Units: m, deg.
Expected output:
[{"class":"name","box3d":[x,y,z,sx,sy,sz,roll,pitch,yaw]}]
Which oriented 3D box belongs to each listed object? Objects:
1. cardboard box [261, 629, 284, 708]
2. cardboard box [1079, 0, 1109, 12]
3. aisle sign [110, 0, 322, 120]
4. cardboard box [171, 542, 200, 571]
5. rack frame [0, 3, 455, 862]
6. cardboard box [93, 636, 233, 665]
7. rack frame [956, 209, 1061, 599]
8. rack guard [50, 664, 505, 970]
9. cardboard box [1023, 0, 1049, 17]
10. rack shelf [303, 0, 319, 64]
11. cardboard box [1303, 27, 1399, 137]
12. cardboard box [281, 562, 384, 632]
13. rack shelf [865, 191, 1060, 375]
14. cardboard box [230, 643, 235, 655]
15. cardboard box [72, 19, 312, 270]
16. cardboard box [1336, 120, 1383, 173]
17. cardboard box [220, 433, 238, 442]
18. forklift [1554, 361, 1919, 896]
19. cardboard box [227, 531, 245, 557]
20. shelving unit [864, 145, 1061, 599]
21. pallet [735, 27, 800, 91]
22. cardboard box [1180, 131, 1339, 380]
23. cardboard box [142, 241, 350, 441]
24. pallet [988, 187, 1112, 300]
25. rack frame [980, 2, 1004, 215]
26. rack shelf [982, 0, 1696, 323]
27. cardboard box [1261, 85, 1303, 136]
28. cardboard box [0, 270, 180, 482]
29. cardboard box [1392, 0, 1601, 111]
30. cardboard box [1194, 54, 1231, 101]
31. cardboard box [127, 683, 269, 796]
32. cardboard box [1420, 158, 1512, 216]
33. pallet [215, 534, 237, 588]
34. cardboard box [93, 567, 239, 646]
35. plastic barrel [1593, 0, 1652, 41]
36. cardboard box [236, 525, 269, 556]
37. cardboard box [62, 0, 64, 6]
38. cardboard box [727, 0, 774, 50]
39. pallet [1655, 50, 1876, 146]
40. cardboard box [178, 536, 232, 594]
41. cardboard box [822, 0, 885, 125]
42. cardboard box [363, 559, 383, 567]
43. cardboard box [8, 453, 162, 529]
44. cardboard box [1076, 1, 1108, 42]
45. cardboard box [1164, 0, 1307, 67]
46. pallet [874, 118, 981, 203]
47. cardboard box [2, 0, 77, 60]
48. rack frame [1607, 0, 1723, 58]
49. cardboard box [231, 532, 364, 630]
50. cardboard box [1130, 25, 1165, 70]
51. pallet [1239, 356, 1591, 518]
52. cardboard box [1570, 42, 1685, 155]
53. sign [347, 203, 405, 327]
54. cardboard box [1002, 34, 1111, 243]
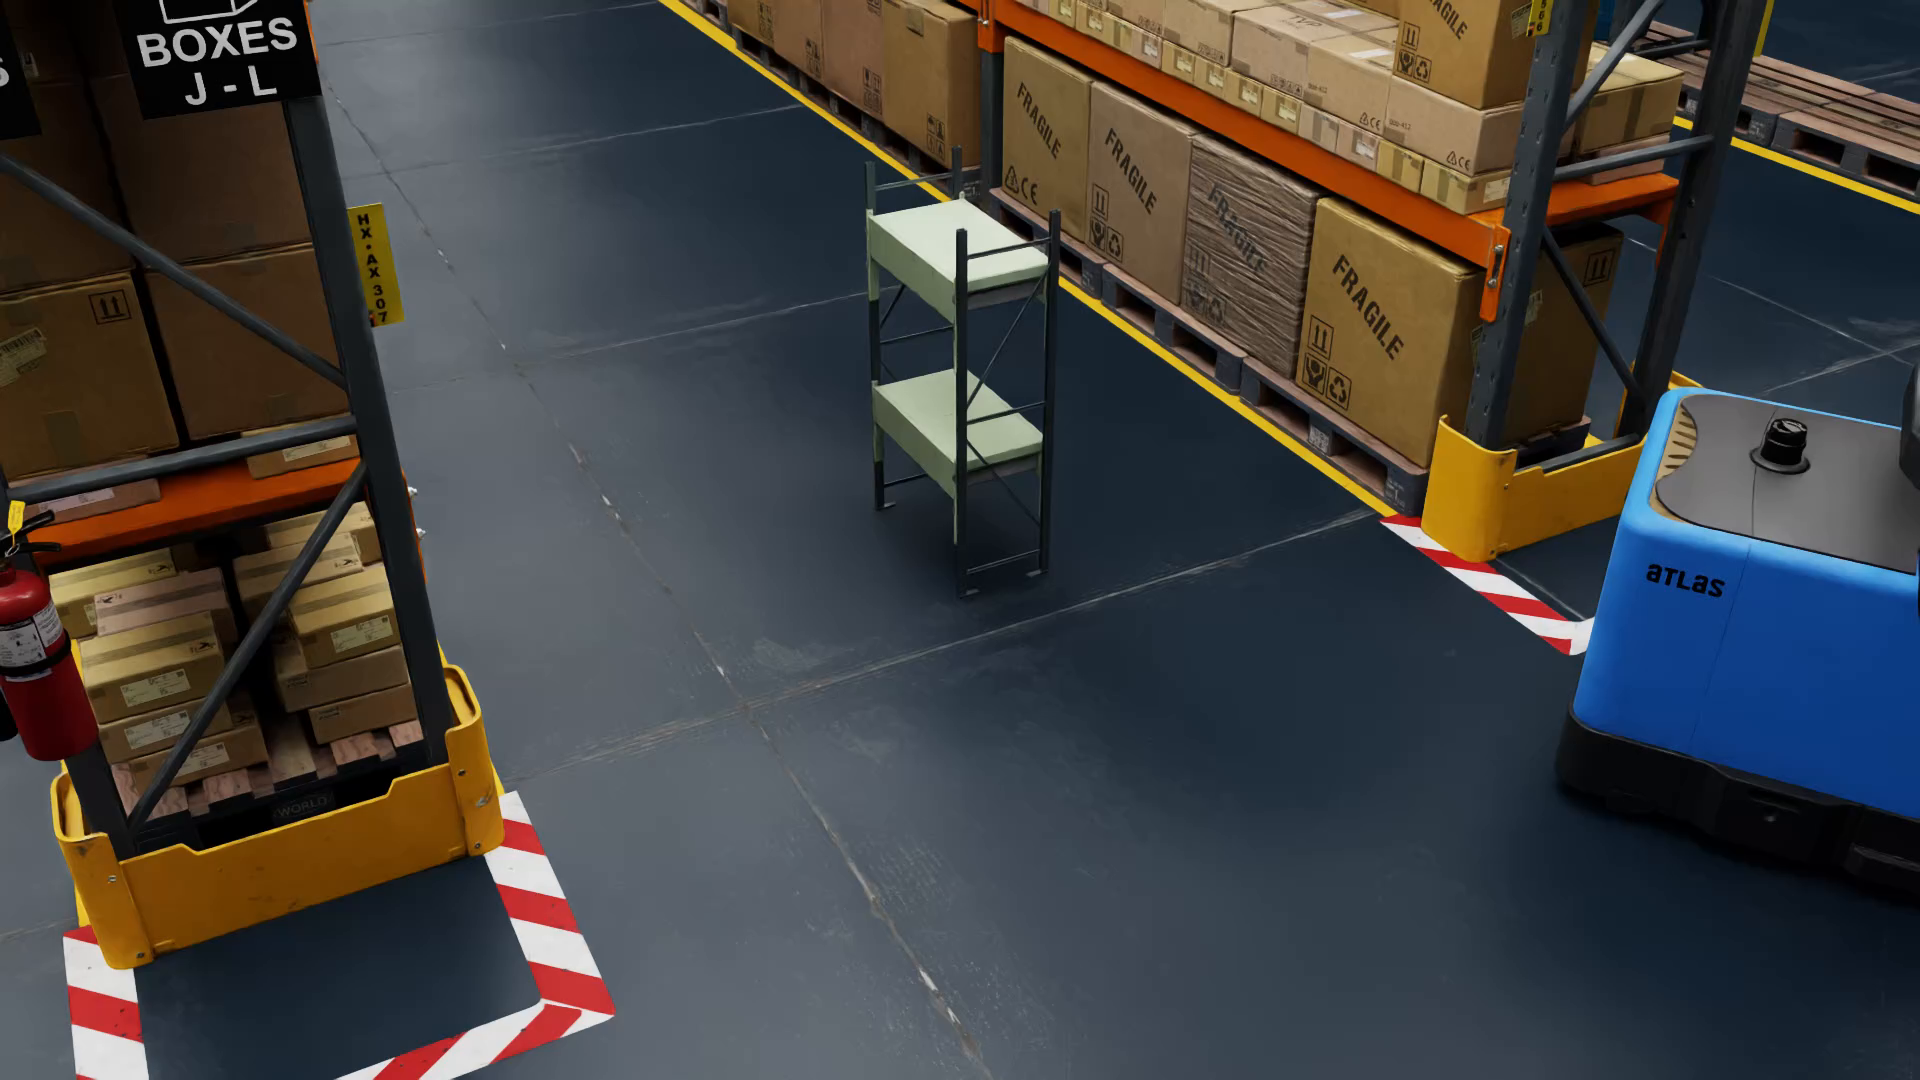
[{"class":"cardboard box","box3d":[-2.137,0.389,5.615,0.380,0.149,0.250,-16,36,-23]},{"class":"cardboard box","box3d":[0.803,-2.841,8.267,0.500,0.250,0.500,-16,36,-23]},{"class":"aisle sign","box3d":[-1.682,-1.335,3.643,0.394,0.787,0.004,-16,36,-23]},{"class":"cardboard box","box3d":[-2.817,0.019,5.641,0.380,0.149,0.250,-17,37,-25]},{"class":"rack frame","box3d":[-1.982,-0.199,4.281,1.000,3.000,0.127,-16,36,-23]},{"class":"cardboard box","box3d":[-2.555,0.381,5.353,0.380,0.149,0.250,-17,36,-24]},{"class":"rack frame","box3d":[0.168,-0.460,6.078,0.400,1.500,0.023,-16,36,-23]},{"class":"rack guard","box3d":[-2.017,0.817,5.012,1.175,0.500,0.348,-16,36,-23]},{"class":"cardboard box","box3d":[0.554,-2.852,8.653,0.380,0.149,0.250,-17,36,-25]},{"class":"rack shelf","box3d":[-2.914,-2.114,5.155,1.077,0.370,4.000,-16,36,-23]},{"class":"cardboard box","box3d":[1.756,-1.868,6.748,0.500,0.250,0.500,-17,36,-24]},{"class":"cardboard box","box3d":[-2.077,0.239,5.573,0.380,0.149,0.250,-16,36,-23]},{"class":"rack shelf","box3d":[-0.003,-0.963,6.140,0.431,0.370,0.720,-16,36,-23]},{"class":"cardboard box","box3d":[-2.668,0.380,5.629,0.380,0.149,0.250,-16,36,-23]},{"class":"cardboard box","box3d":[-1.956,-1.069,4.342,0.500,0.500,0.500,-16,36,-23]},{"class":"cardboard box","box3d":[1.756,-1.624,6.738,0.380,0.149,0.250,-16,36,-23]},{"class":"cardboard box","box3d":[-1.998,-0.442,4.892,0.380,0.149,0.250,-15,35,-21]},{"class":"forklift","box3d":[3.497,-0.272,4.458,3.031,2.935,1.130,15,36,22]},{"class":"cardboard box","box3d":[-2.501,-0.108,6.115,0.380,0.149,0.250,-18,37,-25]},{"class":"shelving unit","box3d":[-0.003,-0.635,6.350,0.431,1.500,0.755,-16,36,-23]},{"class":"pallet","box3d":[-0.976,-3.647,12.247,1.003,0.211,1.213,-16,36,-23]},{"class":"cardboard box","box3d":[1.660,-1.400,7.736,0.875,0.875,0.875,-16,36,-23]},{"class":"cardboard box","box3d":[-1.947,-0.650,4.616,0.500,0.500,0.500,-14,35,-21]},{"class":"pallet","box3d":[0.873,-1.751,9.287,1.003,0.211,1.213,-16,36,-23]},{"class":"rack frame","box3d":[0.588,-3.308,9.132,1.000,3.000,0.127,-16,36,-23]},{"class":"rack shelf","box3d":[1.521,-2.050,7.836,1.077,0.370,4.000,-16,36,-23]},{"class":"cardboard box","box3d":[1.518,-1.867,7.117,0.380,0.149,0.250,-17,36,-24]},{"class":"cardboard box","box3d":[-2.419,-0.516,4.407,0.500,0.500,0.500,-15,36,-22]},{"class":"cardboard box","box3d":[1.993,-1.943,6.170,0.500,0.500,0.500,-15,36,-23]},{"class":"cardboard box","box3d":[1.283,-2.110,7.495,0.380,0.149,0.250,-15,36,-22]},{"class":"cardboard box","box3d":[-2.412,0.625,5.247,0.380,0.149,0.250,-15,36,-22]},{"class":"cardboard box","box3d":[1.996,-1.380,6.356,0.380,0.149,0.250,-15,36,-22]},{"class":"pallet","box3d":[-2.930,-0.040,6.616,1.003,0.211,1.213,-16,36,-23]},{"class":"cardboard box","box3d":[-2.519,0.250,5.280,0.380,0.149,0.250,-15,36,-22]},{"class":"plastic barrel","box3d":[4.731,-4.111,11.941,0.600,0.901,0.708,-16,36,-23]},{"class":"cardboard box","box3d":[-2.354,-0.113,5.848,0.380,0.149,0.250,-18,37,-25]},{"class":"cardboard box","box3d":[-3.597,-2.176,6.071,0.500,0.500,0.500,-17,36,-25]},{"class":"cardboard box","box3d":[-0.974,-4.164,12.049,1.225,0.875,0.875,-18,37,-25]},{"class":"pallet","box3d":[5.347,-3.038,11.296,1.003,0.211,1.213,-16,36,-23]},{"class":"cardboard box","box3d":[-2.759,0.117,5.764,0.380,0.149,0.250,-16,36,-24]},{"class":"cardboard box","box3d":[-0.145,-3.316,10.726,1.225,0.875,0.875,-17,36,-25]},{"class":"cardboard box","box3d":[-2.282,0.123,6.031,0.380,0.149,0.250,-15,36,-23]},{"class":"cardboard box","box3d":[-2.384,-0.178,4.480,0.380,0.149,0.250,-16,36,-23]},{"class":"cardboard box","box3d":[0.802,-2.601,8.262,0.380,0.149,0.250,-17,36,-24]},{"class":"cardboard box","box3d":[1.272,-2.358,7.513,0.500,0.250,0.500,-16,36,-23]},{"class":"pallet","box3d":[0.162,-2.483,10.430,1.003,0.211,1.213,-16,36,-23]},{"class":"cardboard box","box3d":[-2.651,-1.185,4.524,0.500,0.500,0.500,-17,36,-25]},{"class":"rack frame","box3d":[4.970,-4.553,11.077,1.000,3.000,0.127,-16,36,-23]},{"class":"cardboard box","box3d":[-2.161,0.137,5.458,0.380,0.149,0.250,-15,36,-22]},{"class":"cardboard box","box3d":[1.037,-2.359,7.884,0.380,0.149,0.250,-15,36,-23]},{"class":"pallet","box3d":[2.011,-0.586,7.470,1.003,0.211,1.213,-16,36,-23]},{"class":"cardboard box","box3d":[2.468,-1.758,6.576,0.500,0.250,0.500,-17,36,-24]},{"class":"sign","box3d":[-1.502,-0.700,4.260,0.100,0.325,0.005,-16,36,-23]},{"class":"cardboard box","box3d":[0.825,-2.255,9.069,0.875,0.875,0.875,-16,36,-23]}]
